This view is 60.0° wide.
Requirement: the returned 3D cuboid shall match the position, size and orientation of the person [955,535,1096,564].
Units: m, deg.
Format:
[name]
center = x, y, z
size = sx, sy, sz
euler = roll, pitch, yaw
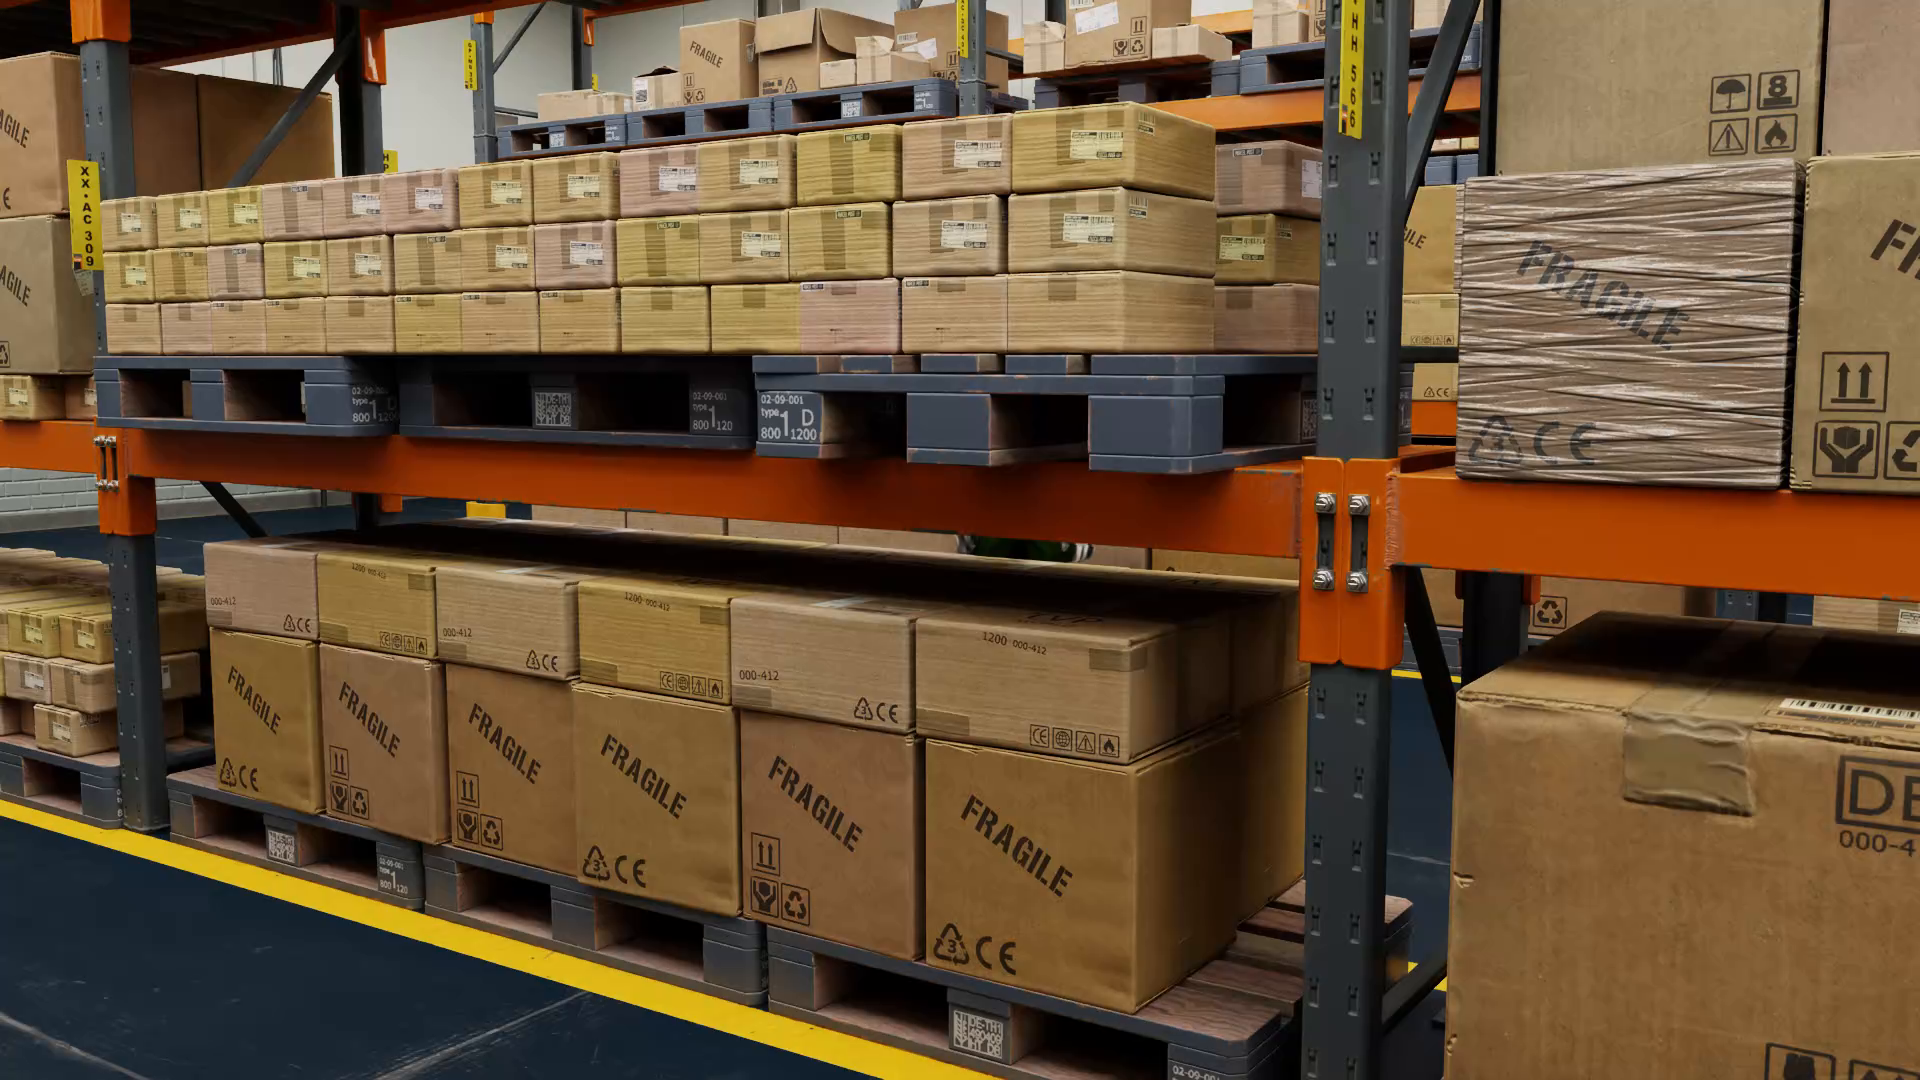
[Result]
[person]
center = 0.252, -0.066, 6.255
size = 0.589, 1.779, 0.446
euler = 4, 7, 31
